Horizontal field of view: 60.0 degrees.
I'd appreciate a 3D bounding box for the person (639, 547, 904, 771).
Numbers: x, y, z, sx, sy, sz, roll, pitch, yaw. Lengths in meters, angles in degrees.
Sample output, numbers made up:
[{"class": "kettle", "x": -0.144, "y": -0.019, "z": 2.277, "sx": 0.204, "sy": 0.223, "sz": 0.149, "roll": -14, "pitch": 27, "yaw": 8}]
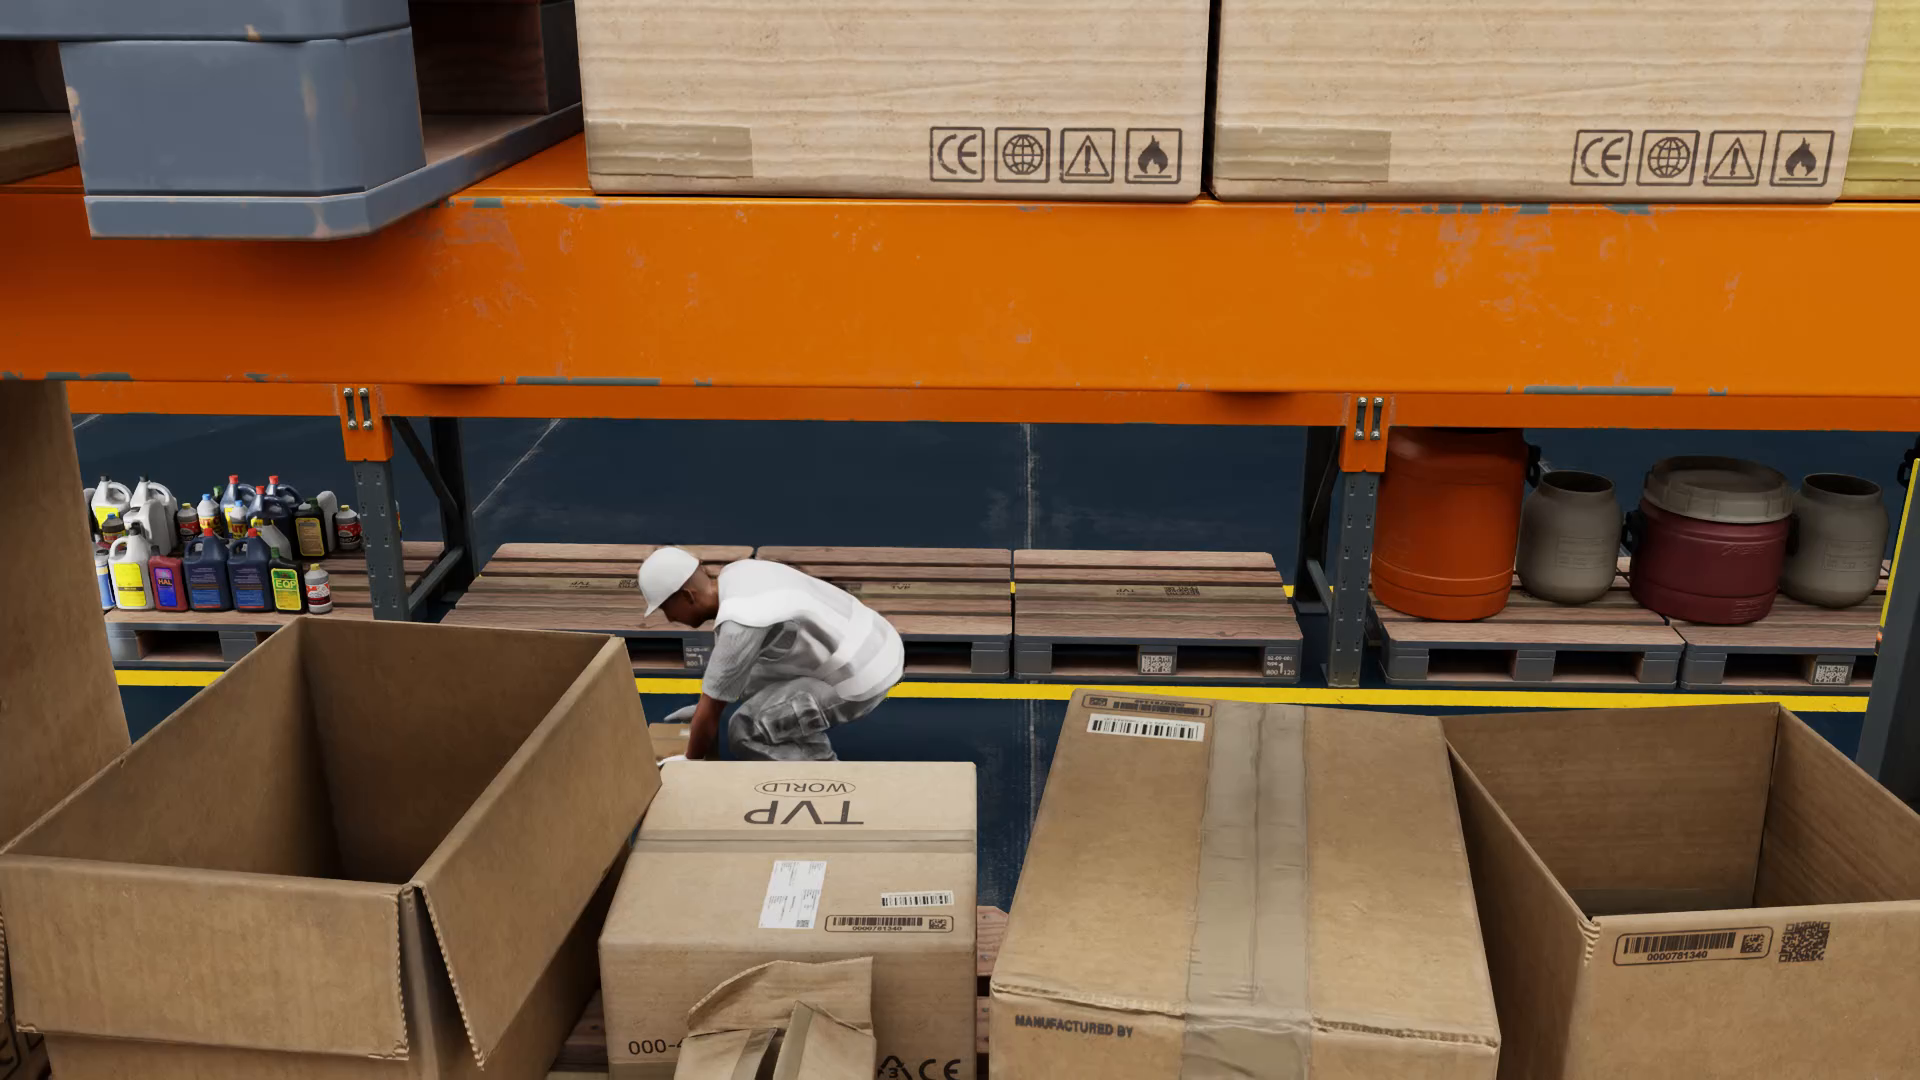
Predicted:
[{"class": "person", "x": -0.648, "y": 0.500, "z": 5.820, "sx": 0.902, "sy": 1.014, "sz": 0.574, "roll": 1, "pitch": 21, "yaw": 2}]
